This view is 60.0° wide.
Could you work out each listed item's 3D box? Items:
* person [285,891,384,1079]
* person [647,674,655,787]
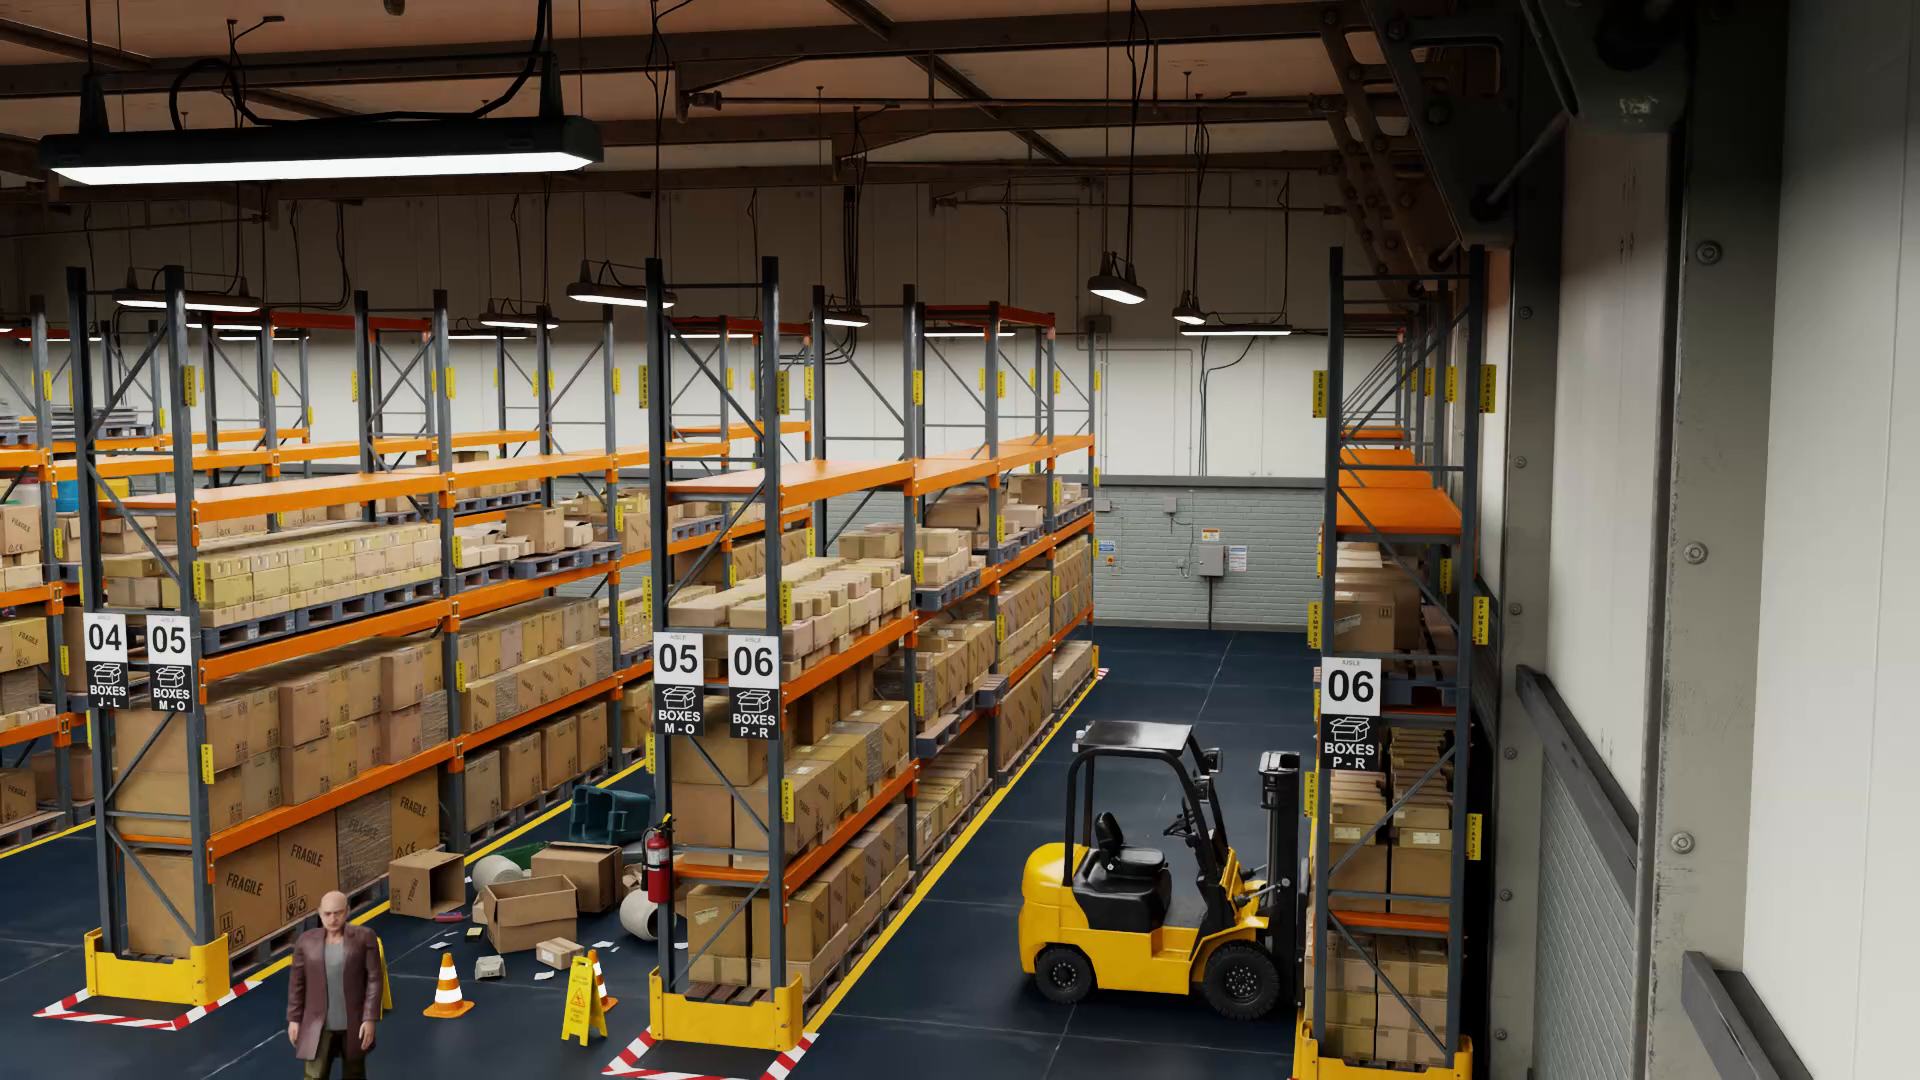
[{"bbox_3d":[-4.102,3.178,10.914,0.621,1.744,0.927,-2,6,-19],"label":"person"},{"bbox_3d":[-3.643,2.265,20.454,0.514,1.662,0.441,2,6,23],"label":"person"}]
